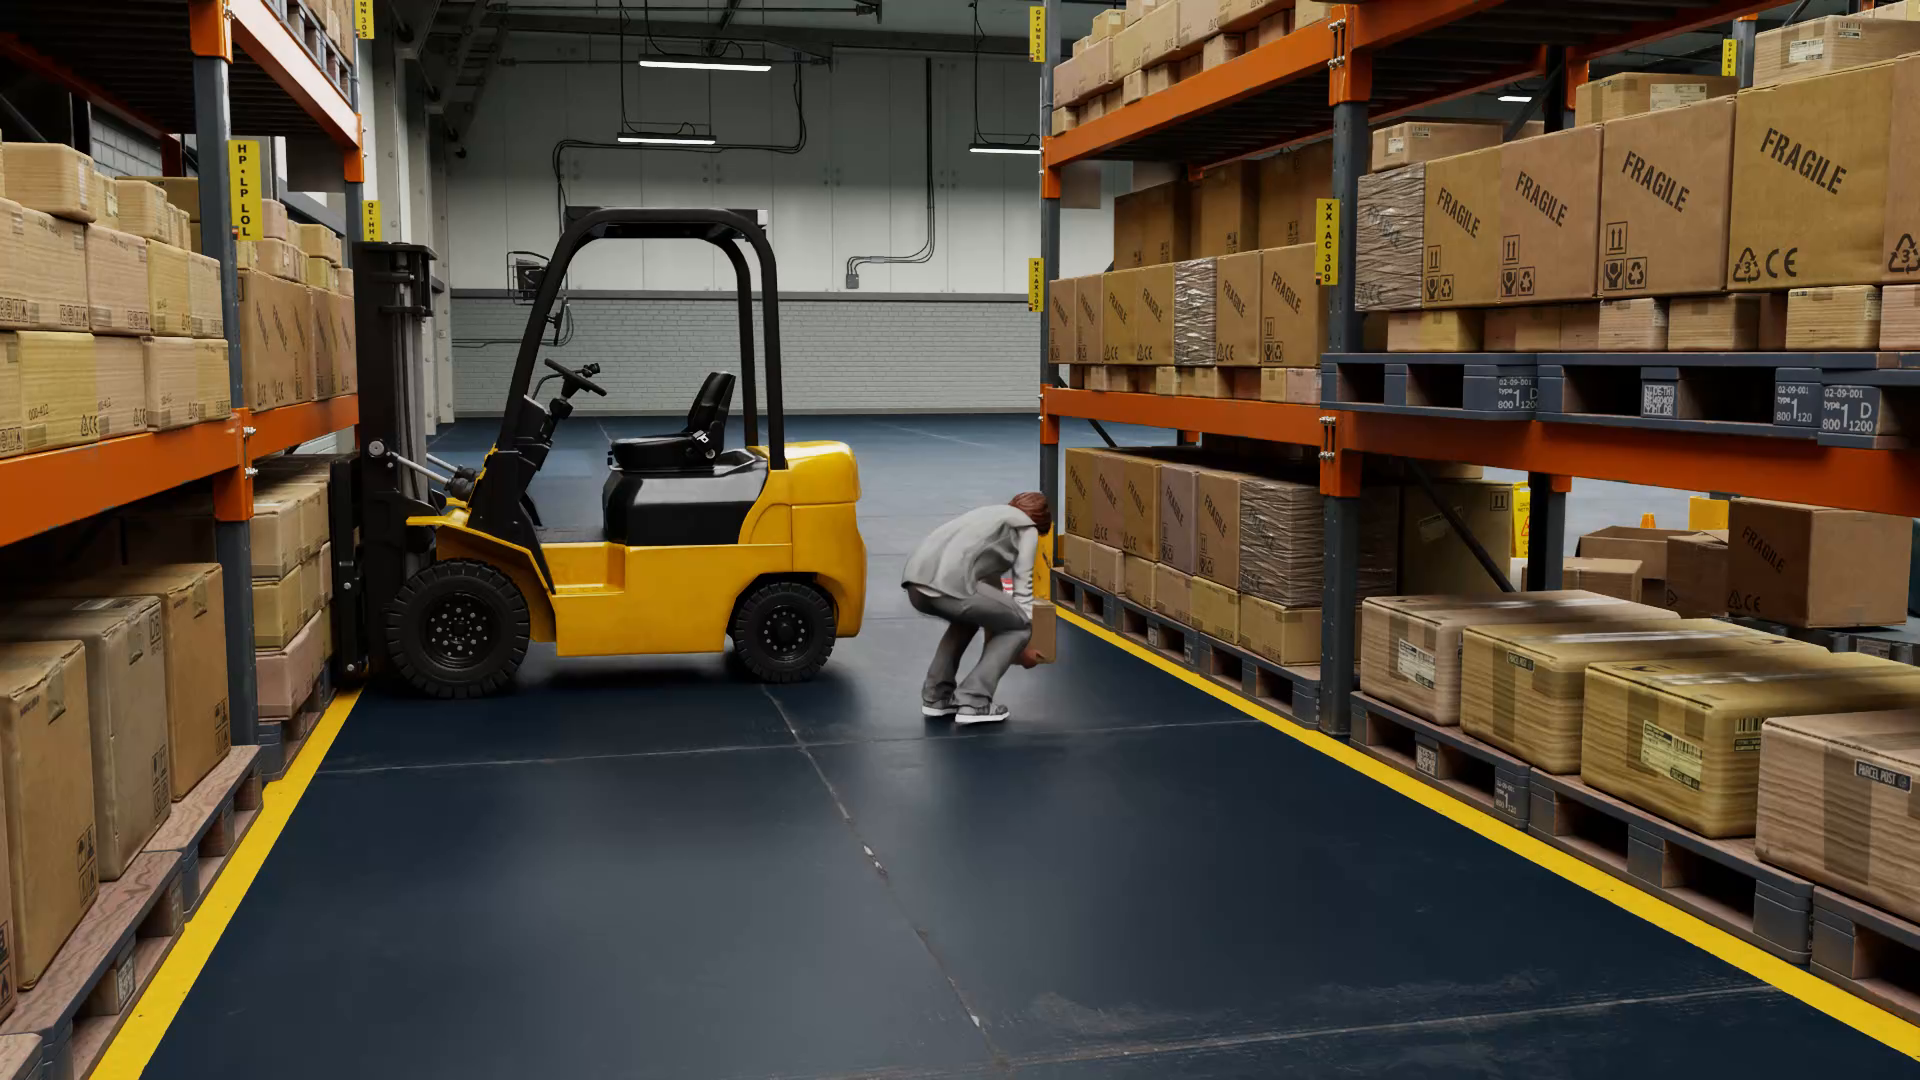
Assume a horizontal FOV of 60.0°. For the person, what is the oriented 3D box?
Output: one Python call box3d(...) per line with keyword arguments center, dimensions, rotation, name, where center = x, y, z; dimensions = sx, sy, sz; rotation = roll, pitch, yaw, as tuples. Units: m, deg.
box3d(center=(0.108, 0.280, 6.969), dimensions=(0.432, 0.913, 0.837), rotation=(6, 9, 45), name="person")
